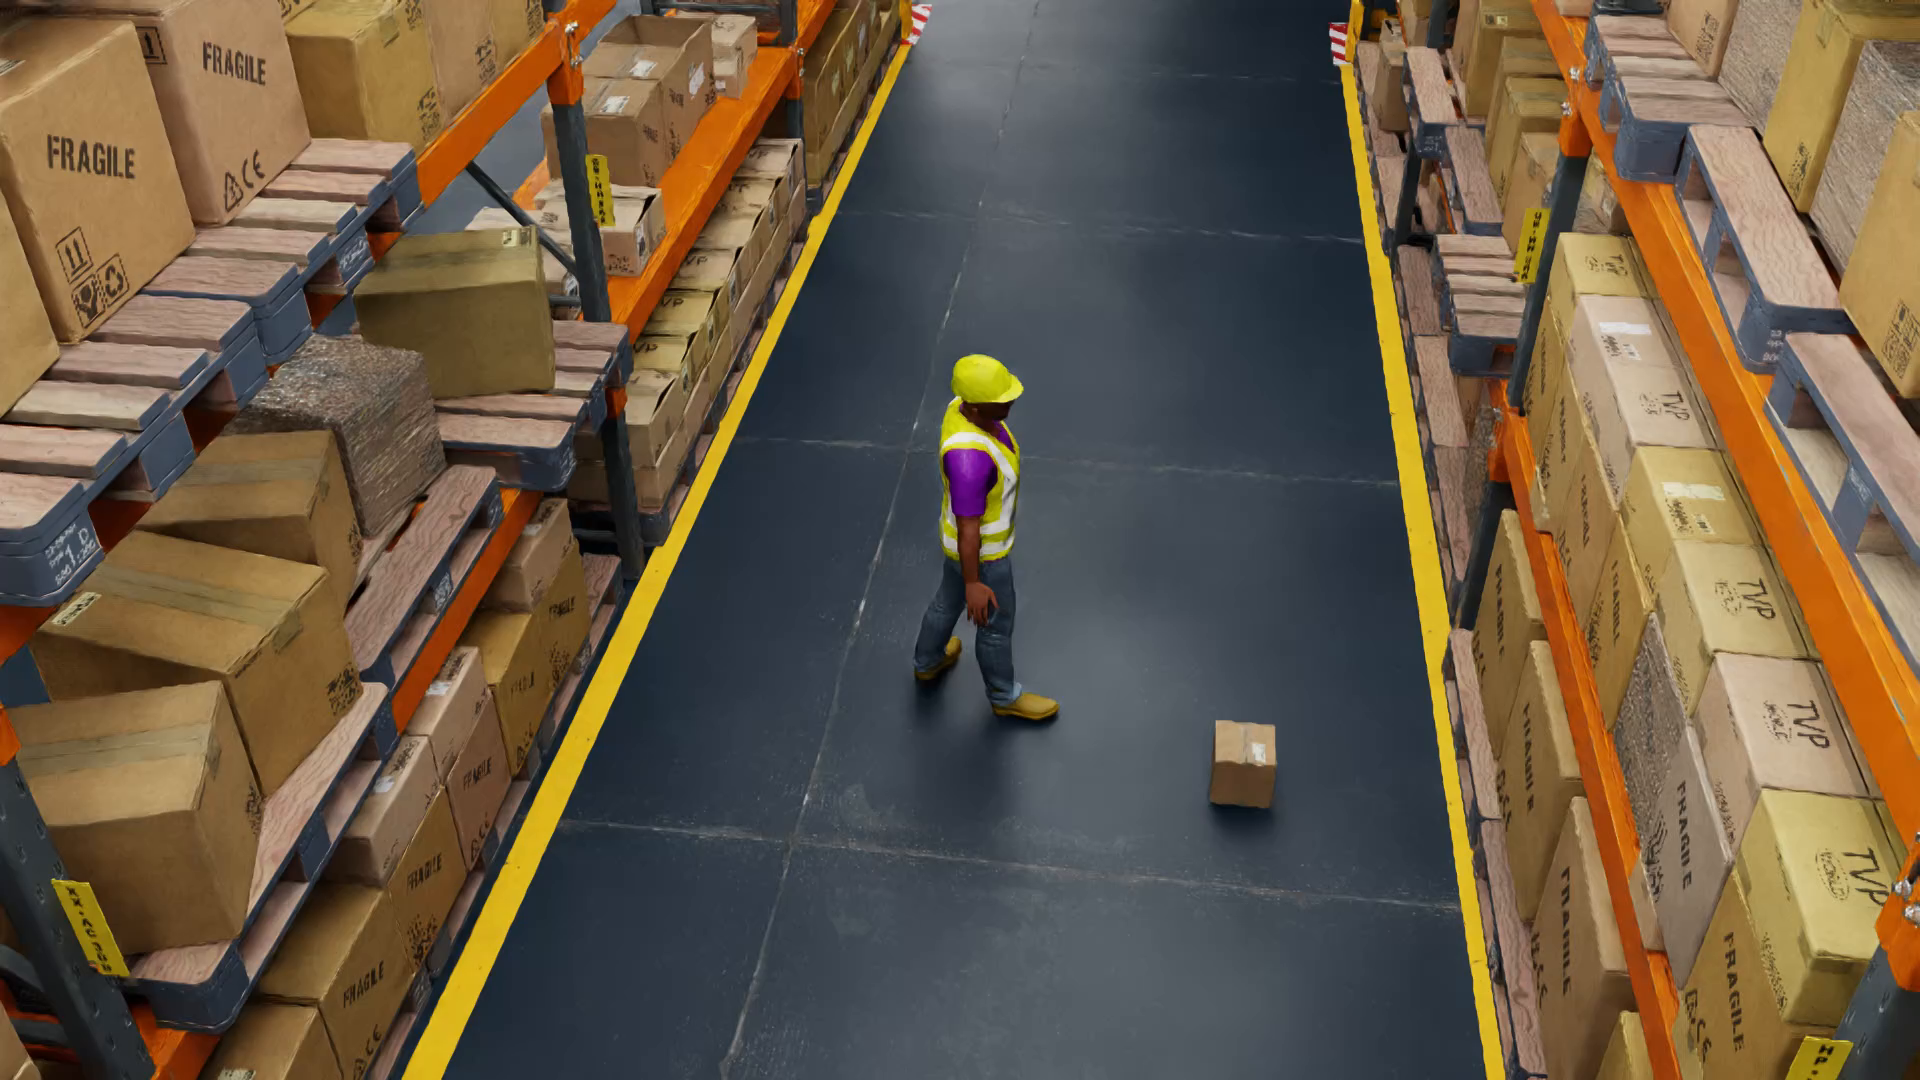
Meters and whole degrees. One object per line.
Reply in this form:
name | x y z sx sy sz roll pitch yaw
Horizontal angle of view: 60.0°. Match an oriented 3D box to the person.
person | -7.593 -3.767 10.998 15.738 3.191 11.725 -1 36 -1
